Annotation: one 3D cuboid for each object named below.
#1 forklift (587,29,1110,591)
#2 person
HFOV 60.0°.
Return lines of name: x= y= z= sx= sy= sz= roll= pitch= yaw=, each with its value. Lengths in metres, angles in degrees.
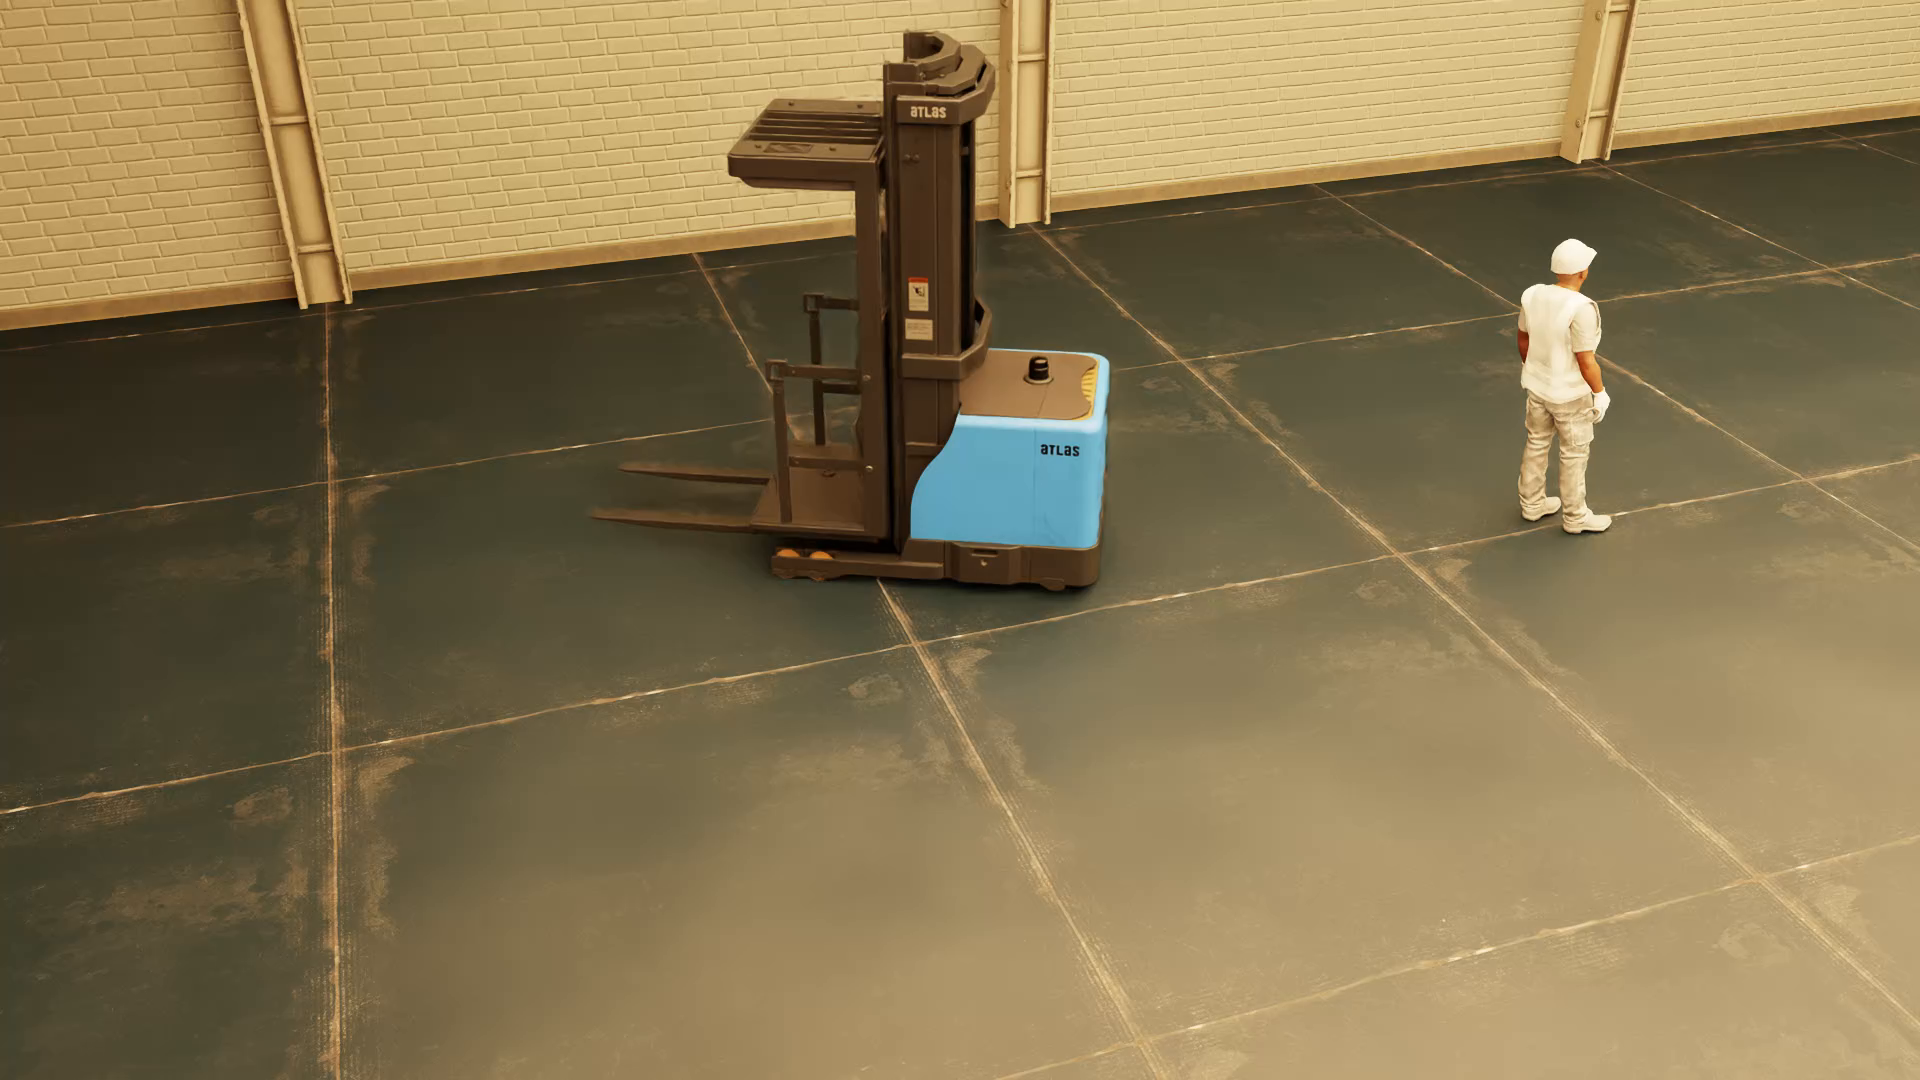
forklift: x=-0.666 y=-1.292 z=9.333 sx=3.031 sy=2.935 sz=1.130 roll=4 pitch=30 yaw=6
person: x=3.598 y=-0.923 z=9.828 sx=0.576 sy=1.784 sz=0.657 roll=-13 pitch=32 yaw=-21
